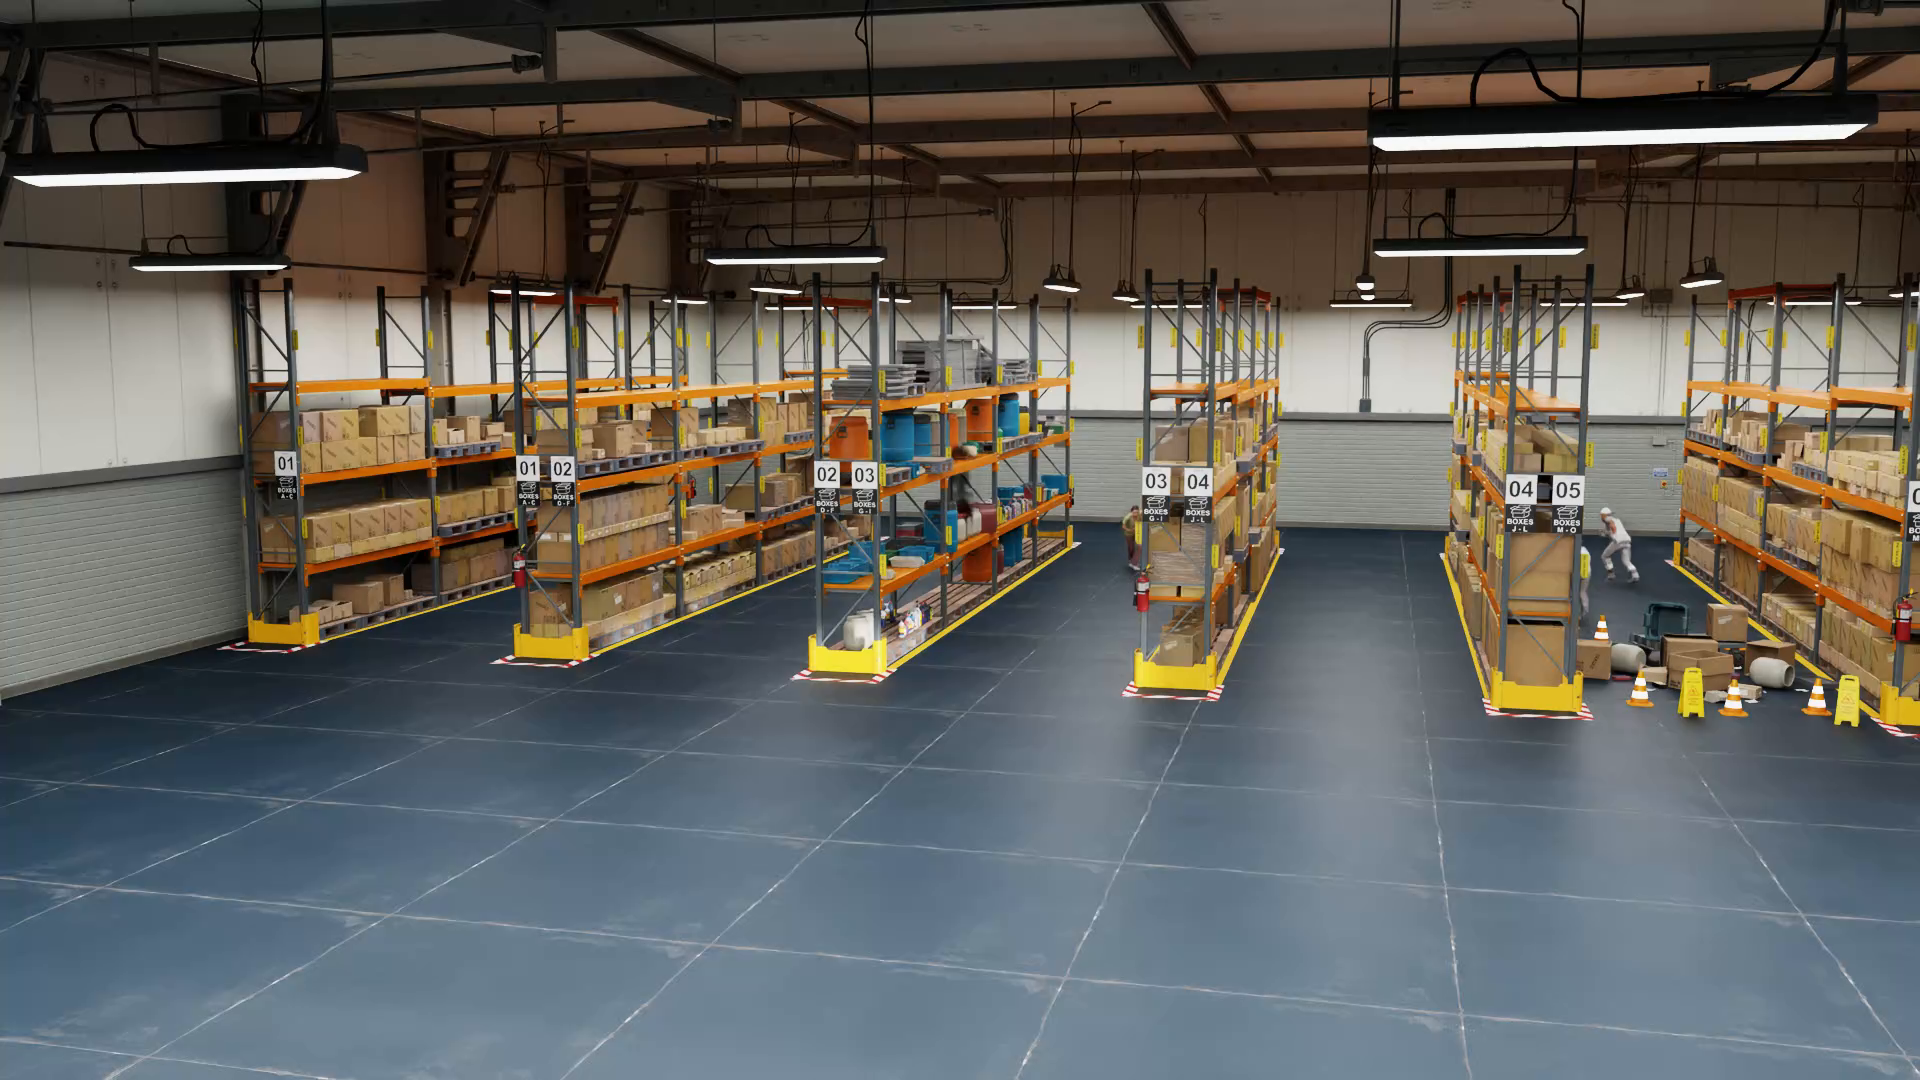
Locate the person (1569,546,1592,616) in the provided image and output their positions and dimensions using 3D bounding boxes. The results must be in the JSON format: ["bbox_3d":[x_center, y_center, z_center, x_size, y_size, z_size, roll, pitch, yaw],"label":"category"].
[{"bbox_3d":[11.272,0.693,30.206,0.556,1.466,1.120,0,7,-1],"label":"person"}]

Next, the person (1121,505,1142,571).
[{"bbox_3d":[3.775,-0.088,36.645,0.574,1.463,1.094,-1,7,-8],"label":"person"}]

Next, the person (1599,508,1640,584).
[{"bbox_3d":[13.612,0.117,34.296,0.652,1.495,1.161,-4,8,-27],"label":"person"}]
